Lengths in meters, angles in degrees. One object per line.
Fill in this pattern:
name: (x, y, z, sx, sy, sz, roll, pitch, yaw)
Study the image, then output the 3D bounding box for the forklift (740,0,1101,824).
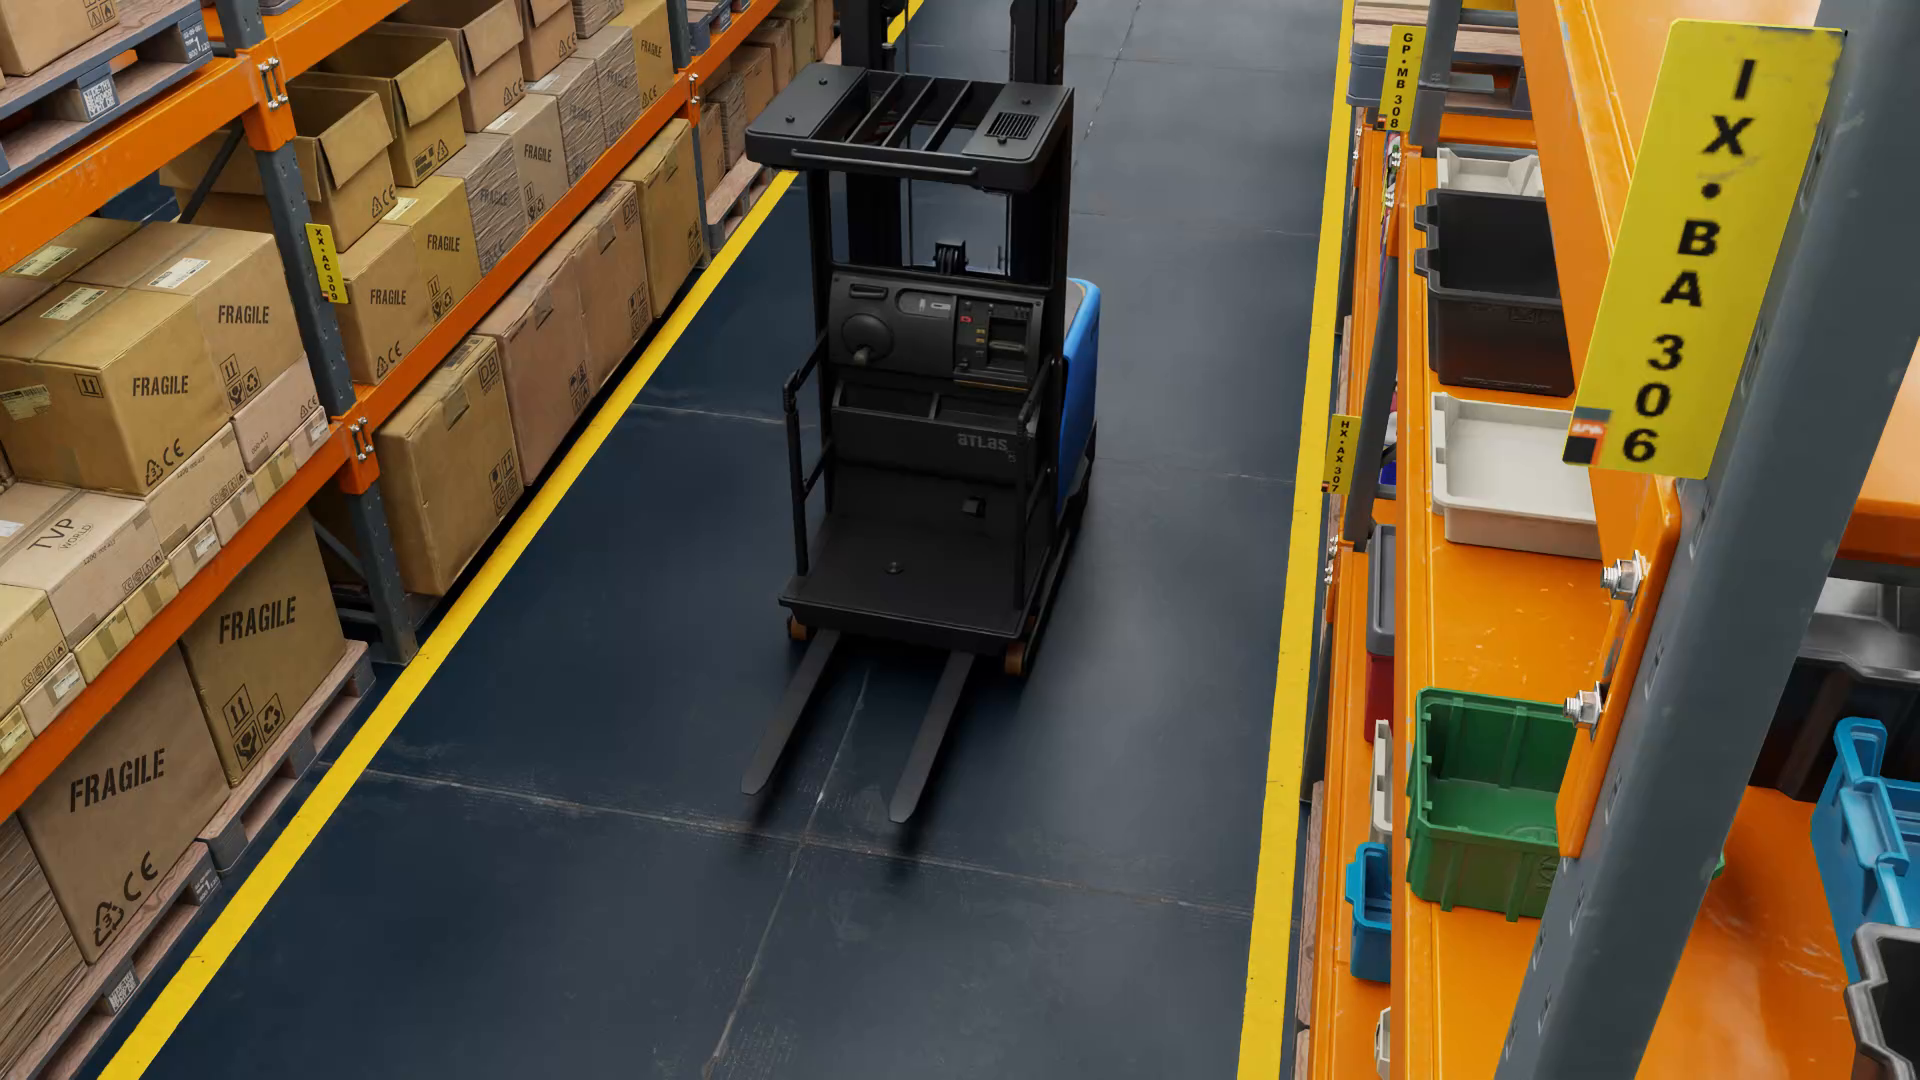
forklift: (-0.158, -0.829, 6.897, 1.130, 2.935, 3.031, 9, 37, 12)

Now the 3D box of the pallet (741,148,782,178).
pallet: (-1.671, -3.047, 12.275, 1.003, 0.211, 1.213, 7, 37, 10)

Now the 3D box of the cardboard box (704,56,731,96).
cardboard box: (-1.885, -3.194, 11.217, 0.500, 0.250, 0.500, 11, 37, 15)

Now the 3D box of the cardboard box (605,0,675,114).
cardboard box: (-1.966, -2.758, 9.414, 0.500, 0.500, 0.500, 8, 37, 11)

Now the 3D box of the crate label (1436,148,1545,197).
crate label: (1.495, -0.981, 4.716, 0.293, 0.136, 0.466, 7, 37, 10)

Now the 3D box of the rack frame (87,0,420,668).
rack frame: (-2.957, -0.738, 6.712, 1.000, 3.000, 0.127, 7, 37, 10)

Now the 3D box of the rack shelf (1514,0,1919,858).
rack shelf: (1.455, -0.947, 2.842, 1.077, 0.370, 4.000, 7, 37, 10)

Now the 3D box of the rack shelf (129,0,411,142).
rack shelf: (-2.529, -2.808, 7.625, 1.077, 0.370, 4.000, 7, 37, 10)

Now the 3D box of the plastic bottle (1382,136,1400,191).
plastic bottle: (2.229, -1.887, 8.404, 0.152, 0.276, 0.135, 7, 37, 10)

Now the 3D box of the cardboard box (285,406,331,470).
cardboard box: (-2.702, -0.421, 6.488, 0.380, 0.149, 0.250, 8, 37, 10)

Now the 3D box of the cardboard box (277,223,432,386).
cardboard box: (-2.614, -1.011, 7.004, 0.500, 0.500, 0.500, 7, 37, 10)

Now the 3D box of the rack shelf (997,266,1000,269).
rack shelf: (0.266, -1.235, 8.590, 0.215, 0.259, 0.240, 8, 36, 11)

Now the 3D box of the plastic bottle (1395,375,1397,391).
plastic bottle: (1.728, -0.543, 6.549, 0.152, 0.276, 0.135, 7, 37, 10)

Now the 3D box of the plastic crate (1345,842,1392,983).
plastic crate: (1.216, 1.010, 4.392, 0.416, 0.233, 0.300, 7, 37, 10)

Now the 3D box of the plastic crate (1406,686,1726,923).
plastic crate: (0.959, 0.446, 2.703, 0.450, 0.188, 0.336, 7, 37, 10)

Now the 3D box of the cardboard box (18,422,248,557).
cardboard box: (-2.903, -0.215, 5.865, 0.500, 0.250, 0.500, 8, 37, 11)

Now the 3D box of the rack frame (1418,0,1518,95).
rack frame: (1.882, -2.546, 4.095, 1.000, 3.000, 0.127, 7, 37, 10)

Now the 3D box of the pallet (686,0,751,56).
pallet: (-2.054, -3.376, 10.515, 1.213, 0.211, 1.003, 7, 37, 10)

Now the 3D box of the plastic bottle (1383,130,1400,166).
plastic bottle: (2.277, -2.088, 8.684, 0.097, 0.271, 0.097, 0, 36, 0)

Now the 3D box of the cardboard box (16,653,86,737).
cardboard box: (-3.031, 0.462, 5.271, 0.380, 0.149, 0.250, 8, 37, 11)

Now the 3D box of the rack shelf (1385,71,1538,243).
rack shelf: (2.309, -2.187, 6.769, 1.077, 0.370, 4.000, 7, 37, 10)

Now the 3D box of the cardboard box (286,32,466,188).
cardboard box: (-2.670, -1.944, 7.436, 0.797, 0.503, 0.637, 8, 37, 10)

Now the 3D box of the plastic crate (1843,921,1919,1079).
plastic crate: (1.382, 0.828, 2.106, 0.497, 0.269, 0.590, 7, 37, 10)

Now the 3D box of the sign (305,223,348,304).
sign: (-2.414, -1.052, 6.340, 0.100, 0.325, 0.005, 7, 37, 10)

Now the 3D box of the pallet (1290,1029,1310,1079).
pallet: (1.504, 2.140, 5.118, 1.003, 0.211, 1.213, 7, 37, 10)

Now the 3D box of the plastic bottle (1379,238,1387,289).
plastic bottle: (1.994, -1.297, 7.525, 0.144, 0.351, 0.185, 7, 37, 10)

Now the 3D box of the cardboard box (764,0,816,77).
cardboard box: (-1.520, -3.870, 12.789, 0.700, 0.500, 0.500, 7, 37, 10)

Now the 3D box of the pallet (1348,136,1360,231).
pallet: (3.202, -2.418, 11.406, 1.003, 0.211, 1.213, 7, 37, 10)

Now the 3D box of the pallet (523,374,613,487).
pallet: (-2.607, -0.762, 9.122, 1.003, 0.211, 1.213, 7, 37, 10)

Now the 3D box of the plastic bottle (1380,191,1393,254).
plastic bottle: (2.037, -1.499, 7.862, 0.061, 0.283, 0.133, 7, 37, 10)

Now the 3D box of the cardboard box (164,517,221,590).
cardboard box: (-2.866, 0.022, 5.878, 0.380, 0.149, 0.250, 8, 37, 11)

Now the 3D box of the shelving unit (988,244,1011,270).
shelving unit: (0.264, -1.011, 8.746, 0.215, 1.050, 0.252, 8, 36, 11)

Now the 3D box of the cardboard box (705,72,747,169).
cardboard box: (-1.873, -2.904, 11.455, 0.700, 0.500, 0.500, 4, 36, 6)

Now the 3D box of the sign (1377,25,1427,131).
sign: (1.345, -1.405, 5.070, 0.100, 0.325, 0.005, 7, 37, 10)

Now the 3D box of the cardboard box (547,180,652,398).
cardboard box: (-2.468, -1.438, 9.131, 1.225, 0.875, 0.875, 7, 37, 10)

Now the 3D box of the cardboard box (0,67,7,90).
cardboard box: (-3.184, -1.440, 4.596, 0.700, 0.500, 0.500, 9, 37, 12)

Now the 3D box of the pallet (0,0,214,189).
pallet: (-3.142, -1.449, 5.213, 1.003, 0.211, 1.213, 7, 37, 10)

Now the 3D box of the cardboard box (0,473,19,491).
cardboard box: (-3.424, -0.277, 5.950, 0.500, 0.250, 0.500, 7, 37, 10)

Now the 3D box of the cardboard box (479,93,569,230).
cardboard box: (-2.295, -1.883, 8.207, 0.500, 0.500, 0.500, 8, 37, 11)

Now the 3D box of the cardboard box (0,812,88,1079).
cardboard box: (-3.558, 1.347, 5.289, 0.875, 0.875, 0.875, 7, 37, 10)

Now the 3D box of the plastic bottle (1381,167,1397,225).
plastic bottle: (2.107, -1.687, 8.121, 0.061, 0.283, 0.133, 7, 37, 10)

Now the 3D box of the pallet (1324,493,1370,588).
pallet: (2.346, -0.127, 8.245, 1.003, 0.211, 1.213, 7, 37, 10)

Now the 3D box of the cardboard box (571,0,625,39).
cardboard box: (-2.274, -3.061, 8.977, 0.797, 0.503, 0.637, 9, 37, 12)
